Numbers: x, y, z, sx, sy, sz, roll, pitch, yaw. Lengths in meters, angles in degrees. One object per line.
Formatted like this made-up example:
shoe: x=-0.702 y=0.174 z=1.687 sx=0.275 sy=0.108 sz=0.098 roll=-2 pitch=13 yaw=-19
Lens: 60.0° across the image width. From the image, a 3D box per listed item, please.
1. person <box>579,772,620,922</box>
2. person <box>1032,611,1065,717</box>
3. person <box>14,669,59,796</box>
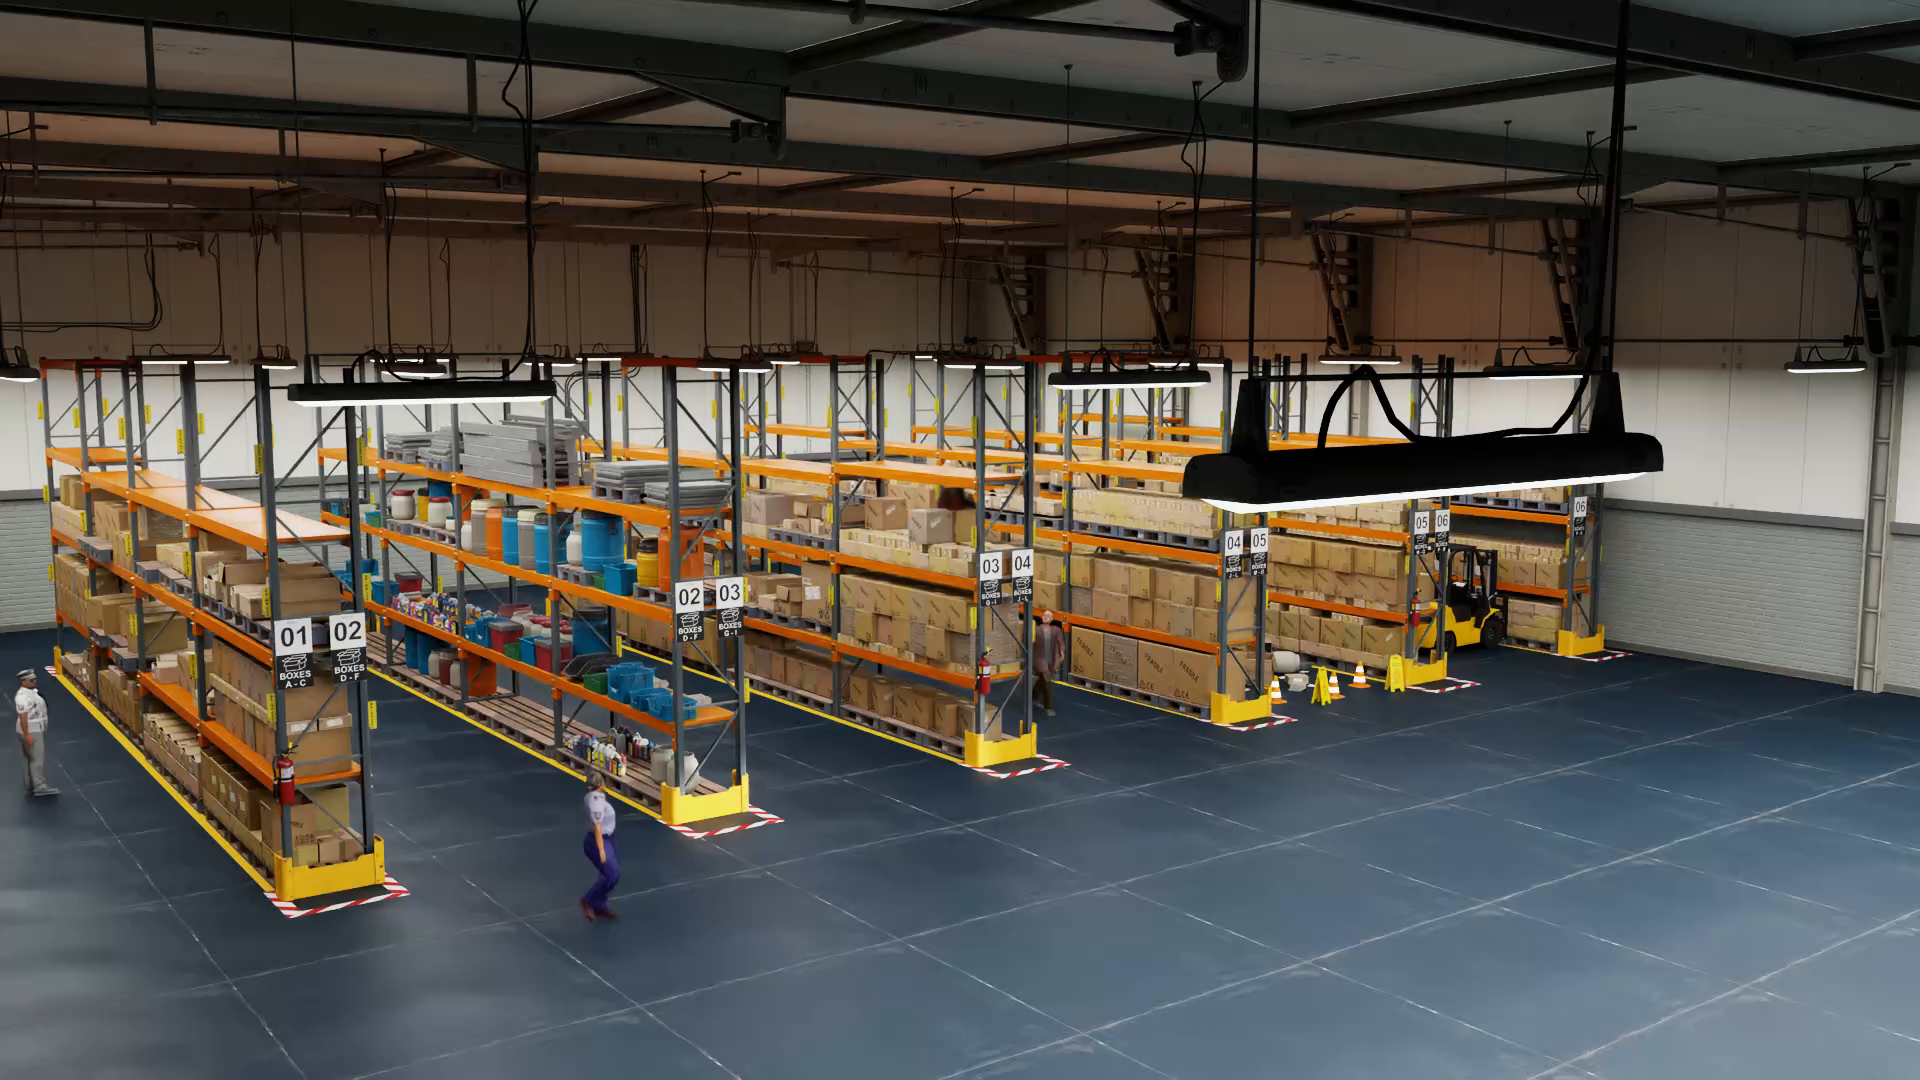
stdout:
person: x=-3.912 y=3.329 z=18.127 sx=0.458 sy=1.632 sz=0.468 roll=0 pitch=7 yaw=3
person: x=1.474 y=2.112 z=28.393 sx=0.568 sy=1.807 sz=0.954 roll=-5 pitch=8 yaw=-36
person: x=-12.939 y=2.668 z=23.259 sx=0.464 sy=1.774 sz=0.558 roll=-5 pitch=8 yaw=-34
